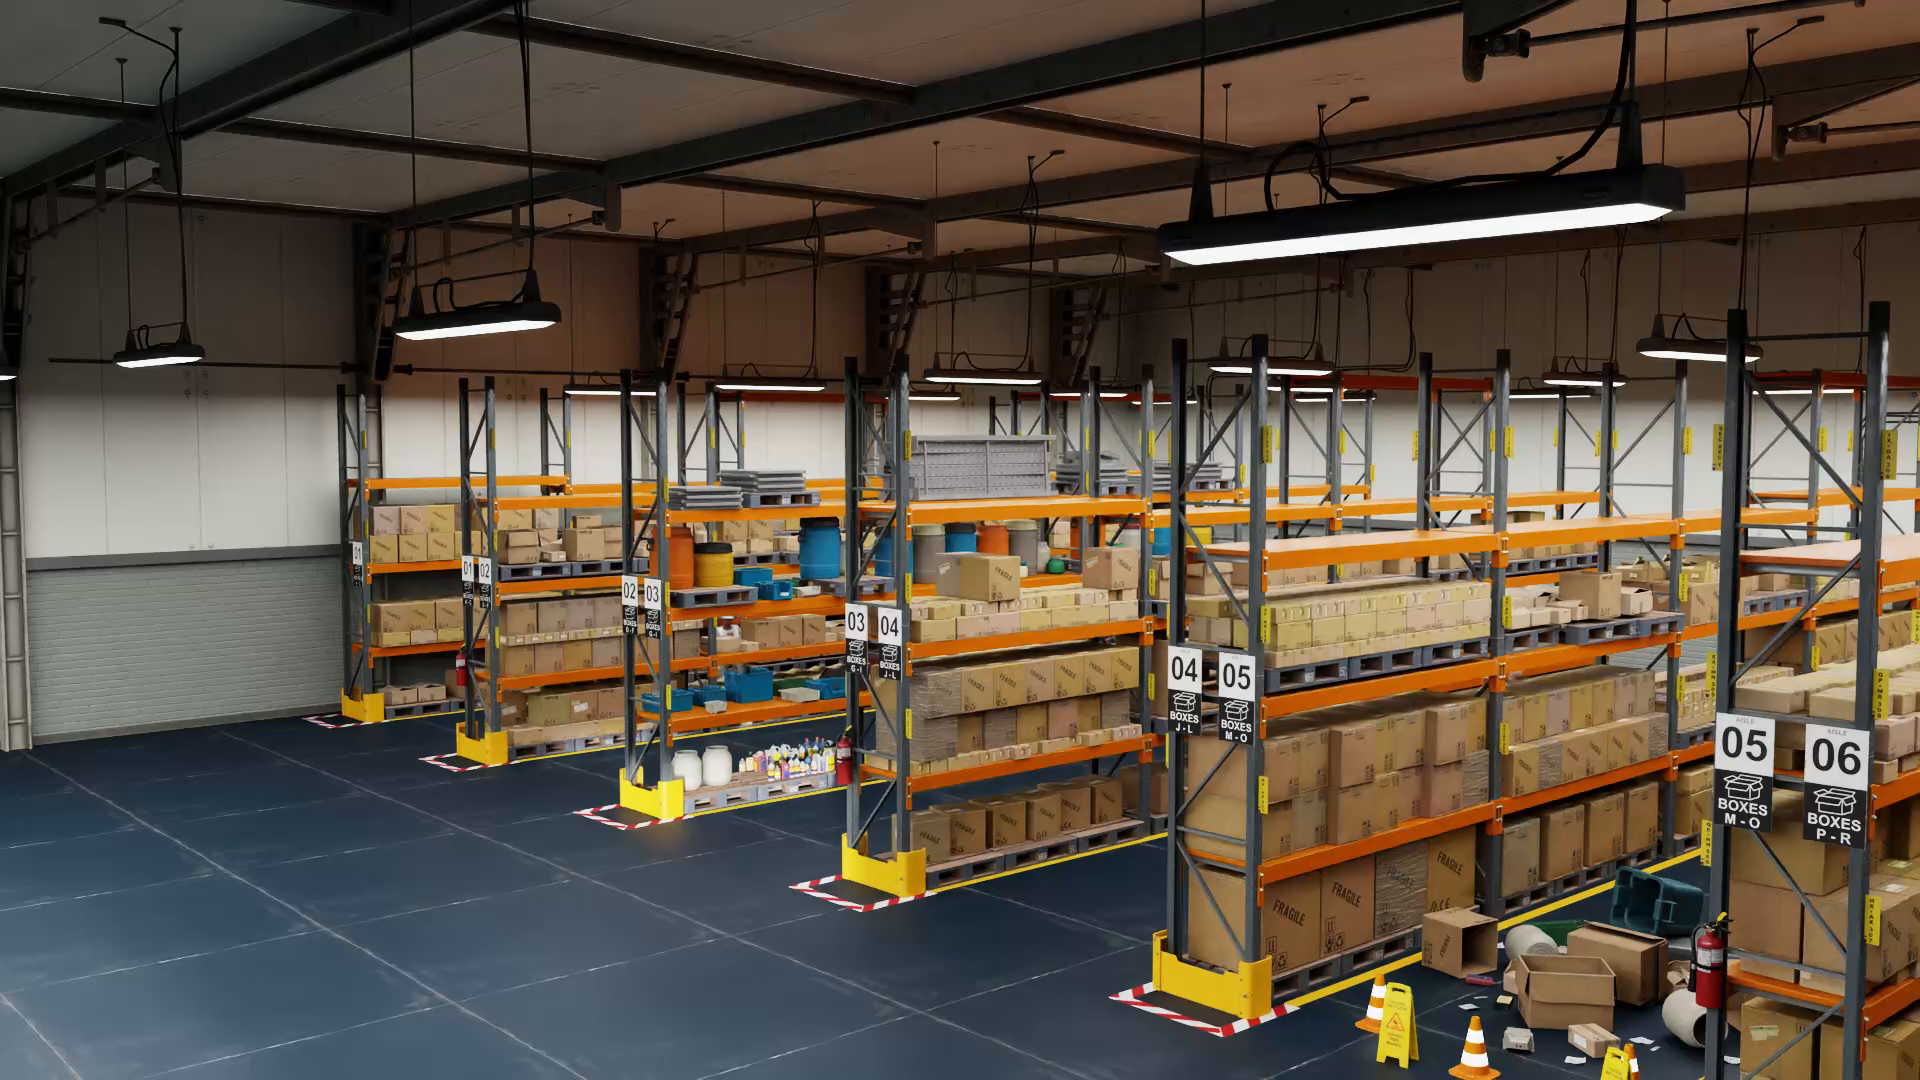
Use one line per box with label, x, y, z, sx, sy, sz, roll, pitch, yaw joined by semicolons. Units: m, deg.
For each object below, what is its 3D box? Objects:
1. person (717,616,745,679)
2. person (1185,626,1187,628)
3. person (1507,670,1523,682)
person;-4.340;2.223;31.143;0.707;1.782;0.548;-1;4;-20
person;4.801;2.048;34.752;1.039;1.611;0.522;-4;5;-44
person;7.873;2.721;23.881;0.584;1.795;0.589;1;4;10
